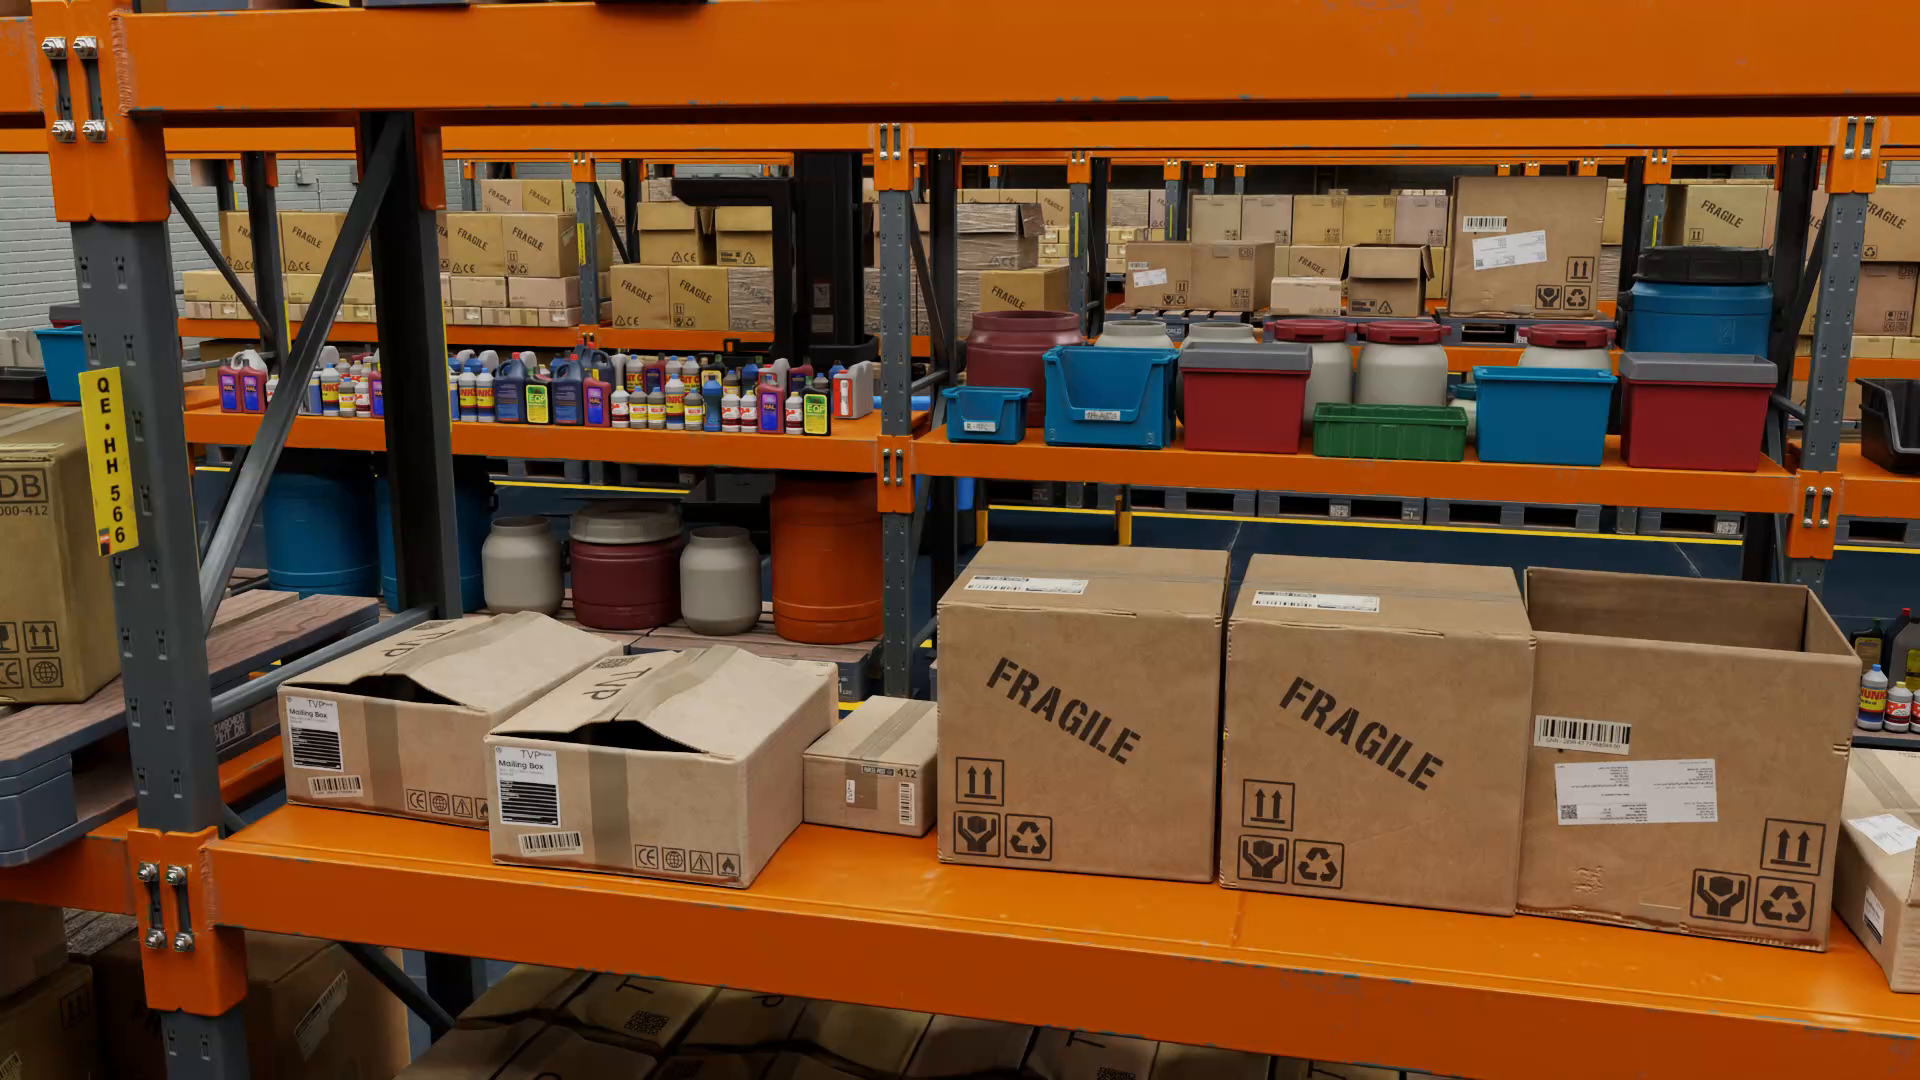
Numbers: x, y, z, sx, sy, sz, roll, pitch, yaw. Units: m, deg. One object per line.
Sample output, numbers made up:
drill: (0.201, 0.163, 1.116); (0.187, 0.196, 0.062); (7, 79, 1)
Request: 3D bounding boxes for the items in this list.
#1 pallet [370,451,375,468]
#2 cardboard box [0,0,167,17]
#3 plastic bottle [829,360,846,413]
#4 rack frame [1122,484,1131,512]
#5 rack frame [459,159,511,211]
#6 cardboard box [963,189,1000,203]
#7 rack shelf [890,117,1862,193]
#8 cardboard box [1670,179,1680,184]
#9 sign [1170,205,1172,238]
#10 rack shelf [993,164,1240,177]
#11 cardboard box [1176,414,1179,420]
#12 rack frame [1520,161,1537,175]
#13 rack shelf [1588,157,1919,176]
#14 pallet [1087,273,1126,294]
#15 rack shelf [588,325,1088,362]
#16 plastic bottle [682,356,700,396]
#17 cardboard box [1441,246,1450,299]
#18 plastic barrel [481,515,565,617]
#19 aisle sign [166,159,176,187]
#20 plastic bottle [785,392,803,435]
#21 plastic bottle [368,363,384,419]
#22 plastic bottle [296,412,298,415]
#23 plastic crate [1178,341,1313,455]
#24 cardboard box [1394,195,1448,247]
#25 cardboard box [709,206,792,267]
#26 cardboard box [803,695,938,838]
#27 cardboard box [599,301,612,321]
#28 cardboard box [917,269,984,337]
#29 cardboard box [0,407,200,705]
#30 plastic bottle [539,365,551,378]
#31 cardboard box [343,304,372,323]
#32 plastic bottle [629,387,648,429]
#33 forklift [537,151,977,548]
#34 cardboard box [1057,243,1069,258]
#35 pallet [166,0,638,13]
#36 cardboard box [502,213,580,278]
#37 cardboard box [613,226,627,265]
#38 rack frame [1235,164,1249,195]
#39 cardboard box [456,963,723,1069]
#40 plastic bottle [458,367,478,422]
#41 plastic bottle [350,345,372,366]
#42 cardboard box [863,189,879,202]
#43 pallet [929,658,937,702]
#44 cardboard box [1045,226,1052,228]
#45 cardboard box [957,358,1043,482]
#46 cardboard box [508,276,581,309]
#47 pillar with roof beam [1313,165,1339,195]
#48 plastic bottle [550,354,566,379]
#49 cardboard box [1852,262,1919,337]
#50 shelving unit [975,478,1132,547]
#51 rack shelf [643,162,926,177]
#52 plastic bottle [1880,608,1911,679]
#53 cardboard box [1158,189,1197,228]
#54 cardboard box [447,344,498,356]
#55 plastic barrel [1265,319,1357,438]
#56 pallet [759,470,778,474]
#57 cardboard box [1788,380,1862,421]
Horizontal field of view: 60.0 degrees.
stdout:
pallet: (-4.797, -0.775, 14.740); (1.213, 0.211, 1.003); (3, 13, 14)
cardboard box: (-1.815, -1.256, 3.313); (0.500, 0.500, 0.910); (3, 13, 14)
plastic bottle: (-0.641, -0.808, 8.747); (0.097, 0.271, 0.097); (0, 13, 0)
rack frame: (1.172, -0.744, 11.625); (0.032, 1.500, 0.500); (0, 13, 2)
rack frame: (-5.486, -3.263, 19.516); (0.127, 3.000, 1.000); (3, 13, 14)
cardboard box: (0.344, -4.535, 22.708); (0.500, 0.500, 0.500); (3, 13, 13)
rack shelf: (1.749, -1.778, 7.557); (4.000, 0.370, 1.077); (3, 13, 14)
cardboard box: (8.599, -4.237, 20.681); (0.500, 0.500, 0.700); (3, 13, 12)
sign: (2.160, -3.260, 17.011); (0.005, 0.325, 0.100); (3, 13, 14)
rack shelf: (2.612, -6.155, 27.286); (4.000, 0.370, 1.077); (3, 13, 14)
cardboard box: (1.649, -0.774, 13.052); (0.500, 0.500, 0.700); (2, 13, 11)
rack frame: (7.252, -3.686, 21.424); (0.127, 3.000, 1.000); (3, 13, 14)
rack shelf: (8.106, -3.650, 15.994); (4.000, 0.370, 1.077); (3, 13, 14)
pallet: (1.563, -2.769, 17.731); (1.003, 0.211, 1.213); (3, 13, 14)
rack shelf: (-0.948, -1.563, 13.513); (4.000, 0.370, 1.077); (3, 13, 14)
plastic bottle: (-1.444, -0.851, 8.940); (0.097, 0.271, 0.097); (0, 13, 0)
cardboard box: (5.103, -2.686, 16.685); (0.500, 0.500, 0.500); (3, 13, 13)
plastic barrel: (-2.338, 0.150, 8.906); (0.421, 0.512, 0.421); (0, 13, 0)
aisle sign: (-6.915, -3.435, 14.289); (0.004, 0.787, 0.394); (3, 13, 14)
plastic bottle: (-0.795, -0.613, 8.028); (0.097, 0.201, 0.097); (0, 13, 0)
plastic bottle: (-2.960, -0.764, 8.523); (0.133, 0.283, 0.061); (3, 13, 14)
plastic bottle: (-3.482, -0.790, 8.668); (0.097, 0.271, 0.097); (0, 13, 0)
plastic crate: (1.303, -0.652, 7.597); (0.583, 0.464, 0.402); (3, 13, 14)
cardboard box: (4.690, -3.254, 16.937); (0.500, 0.500, 0.700); (3, 13, 14)
cardboard box: (-1.604, -2.487, 13.470); (0.637, 0.503, 0.797); (3, 13, 14)
cardboard box: (-0.131, 0.450, 3.361); (0.250, 0.149, 0.380); (4, 13, 18)
cardboard box: (-3.097, -1.980, 14.314); (0.250, 0.149, 0.380); (3, 13, 14)
cardboard box: (-0.027, -1.859, 12.959); (0.500, 0.500, 0.500); (3, 13, 13)
cardboard box: (-2.021, 0.010, 3.562); (0.500, 0.500, 0.700); (-1, 13, -5)
plastic bottle: (-2.297, -0.862, 9.153); (0.097, 0.201, 0.097); (0, 13, 0)
cardboard box: (-5.014, -1.935, 14.111); (0.250, 0.149, 0.380); (3, 13, 12)
plastic bottle: (-1.586, -0.655, 8.219); (0.097, 0.201, 0.097); (0, 13, 0)
forklift: (-1.403, -1.451, 11.506); (3.031, 2.935, 1.130); (0, 13, 2)
cardboard box: (1.176, -3.032, 17.398); (0.250, 0.149, 0.380); (3, 13, 15)
pallet: (-0.703, -1.083, 3.200); (1.003, 0.211, 1.213); (4, 13, 16)
cardboard box: (-3.400, -2.423, 13.659); (0.500, 0.500, 0.500); (3, 13, 15)
cardboard box: (-3.622, -3.300, 18.765); (0.500, 0.500, 0.500); (3, 13, 12)
rack frame: (4.554, -4.938, 27.065); (0.127, 3.000, 1.000); (3, 13, 14)
cardboard box: (-0.816, 1.112, 3.881); (0.500, 0.311, 0.500); (3, 13, 15)
plastic bottle: (-2.488, -0.737, 8.429); (0.097, 0.271, 0.097); (0, 13, 0)
plastic bottle: (-3.380, -0.964, 9.424); (0.133, 0.283, 0.061); (3, 13, 14)
cardboard box: (-1.039, -4.605, 23.025); (0.500, 0.500, 0.500); (3, 13, 13)
pallet: (0.550, 0.641, 8.356); (1.213, 0.211, 1.003); (3, 13, 14)
cardboard box: (0.860, -3.340, 18.099); (0.250, 0.149, 0.380); (4, 13, 16)
cardboard box: (0.329, -1.018, 13.333); (0.875, 0.875, 1.225); (2, 13, 11)
cardboard box: (-3.381, -2.057, 13.741); (0.500, 0.250, 0.500); (3, 13, 12)
pillar with roof beam: (5.004, -7.083, 22.885); (0.400, 9.000, 9.100); (3, 13, 14)
plastic bottle: (-2.182, -0.877, 9.057); (0.097, 0.271, 0.097); (0, 13, 0)
cardboard box: (6.286, -1.722, 11.652); (0.500, 0.500, 0.875); (3, 13, 14)
shelving unit: (0.655, -0.748, 11.644); (1.083, 1.500, 0.587); (0, 13, 2)
rack shelf: (-2.457, -5.319, 23.516); (4.000, 0.370, 1.077); (3, 13, 14)
plastic bottle: (4.385, 0.490, 7.698); (0.185, 0.351, 0.144); (3, 13, 12)
cardboard box: (2.948, -4.508, 22.588); (0.500, 0.500, 0.500); (3, 13, 12)
cardboard box: (-4.385, -1.283, 14.528); (0.875, 0.875, 0.875); (3, 13, 14)
plastic barrel: (1.682, -0.784, 8.026); (0.433, 0.535, 0.433); (0, 13, 0)
pallet: (-0.934, -0.569, 13.812); (1.213, 0.211, 1.003); (3, 13, 14)
cardboard box: (8.519, -1.667, 16.258); (0.875, 0.875, 0.875); (3, 13, 13)
